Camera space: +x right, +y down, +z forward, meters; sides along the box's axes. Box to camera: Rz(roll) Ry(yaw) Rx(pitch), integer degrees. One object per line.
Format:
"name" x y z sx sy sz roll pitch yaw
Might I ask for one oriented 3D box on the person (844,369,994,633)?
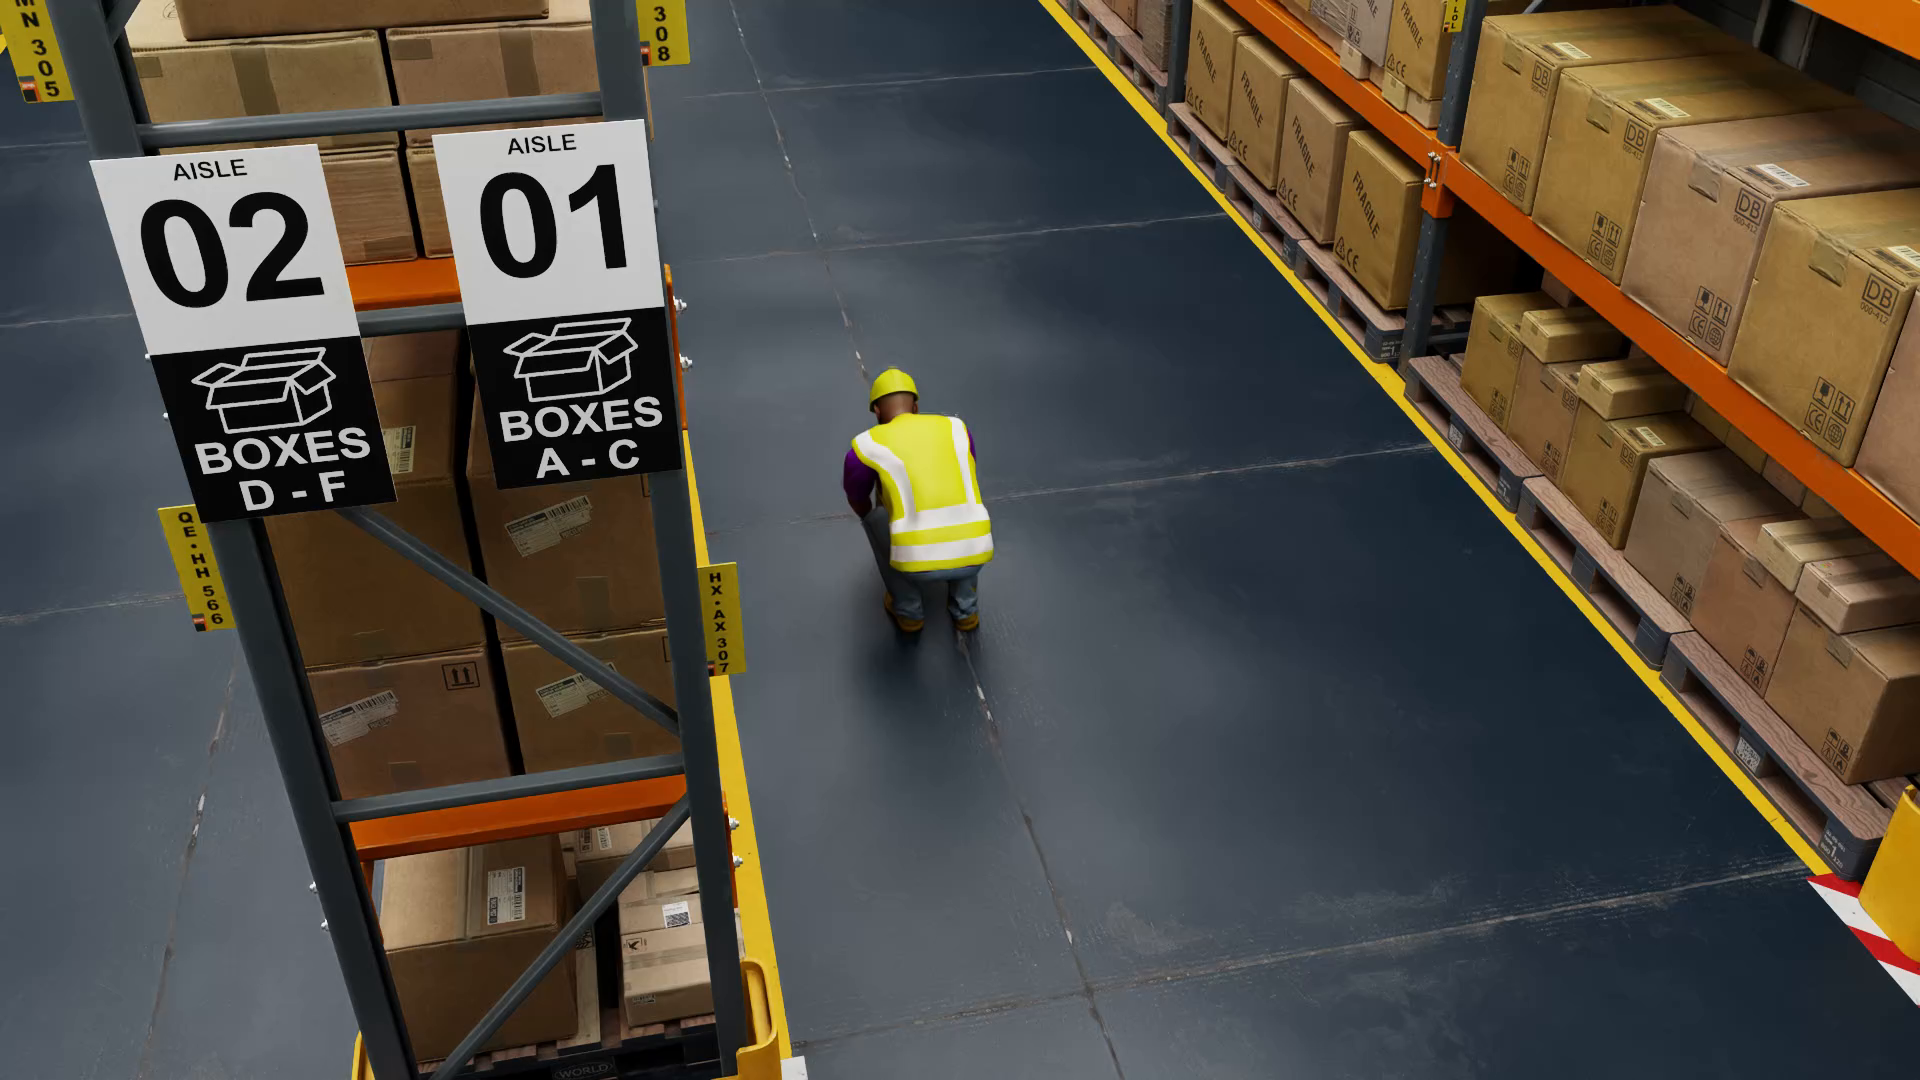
"person" -0.182 -0.145 7.025 0.586 0.998 0.892 -7 35 -10
